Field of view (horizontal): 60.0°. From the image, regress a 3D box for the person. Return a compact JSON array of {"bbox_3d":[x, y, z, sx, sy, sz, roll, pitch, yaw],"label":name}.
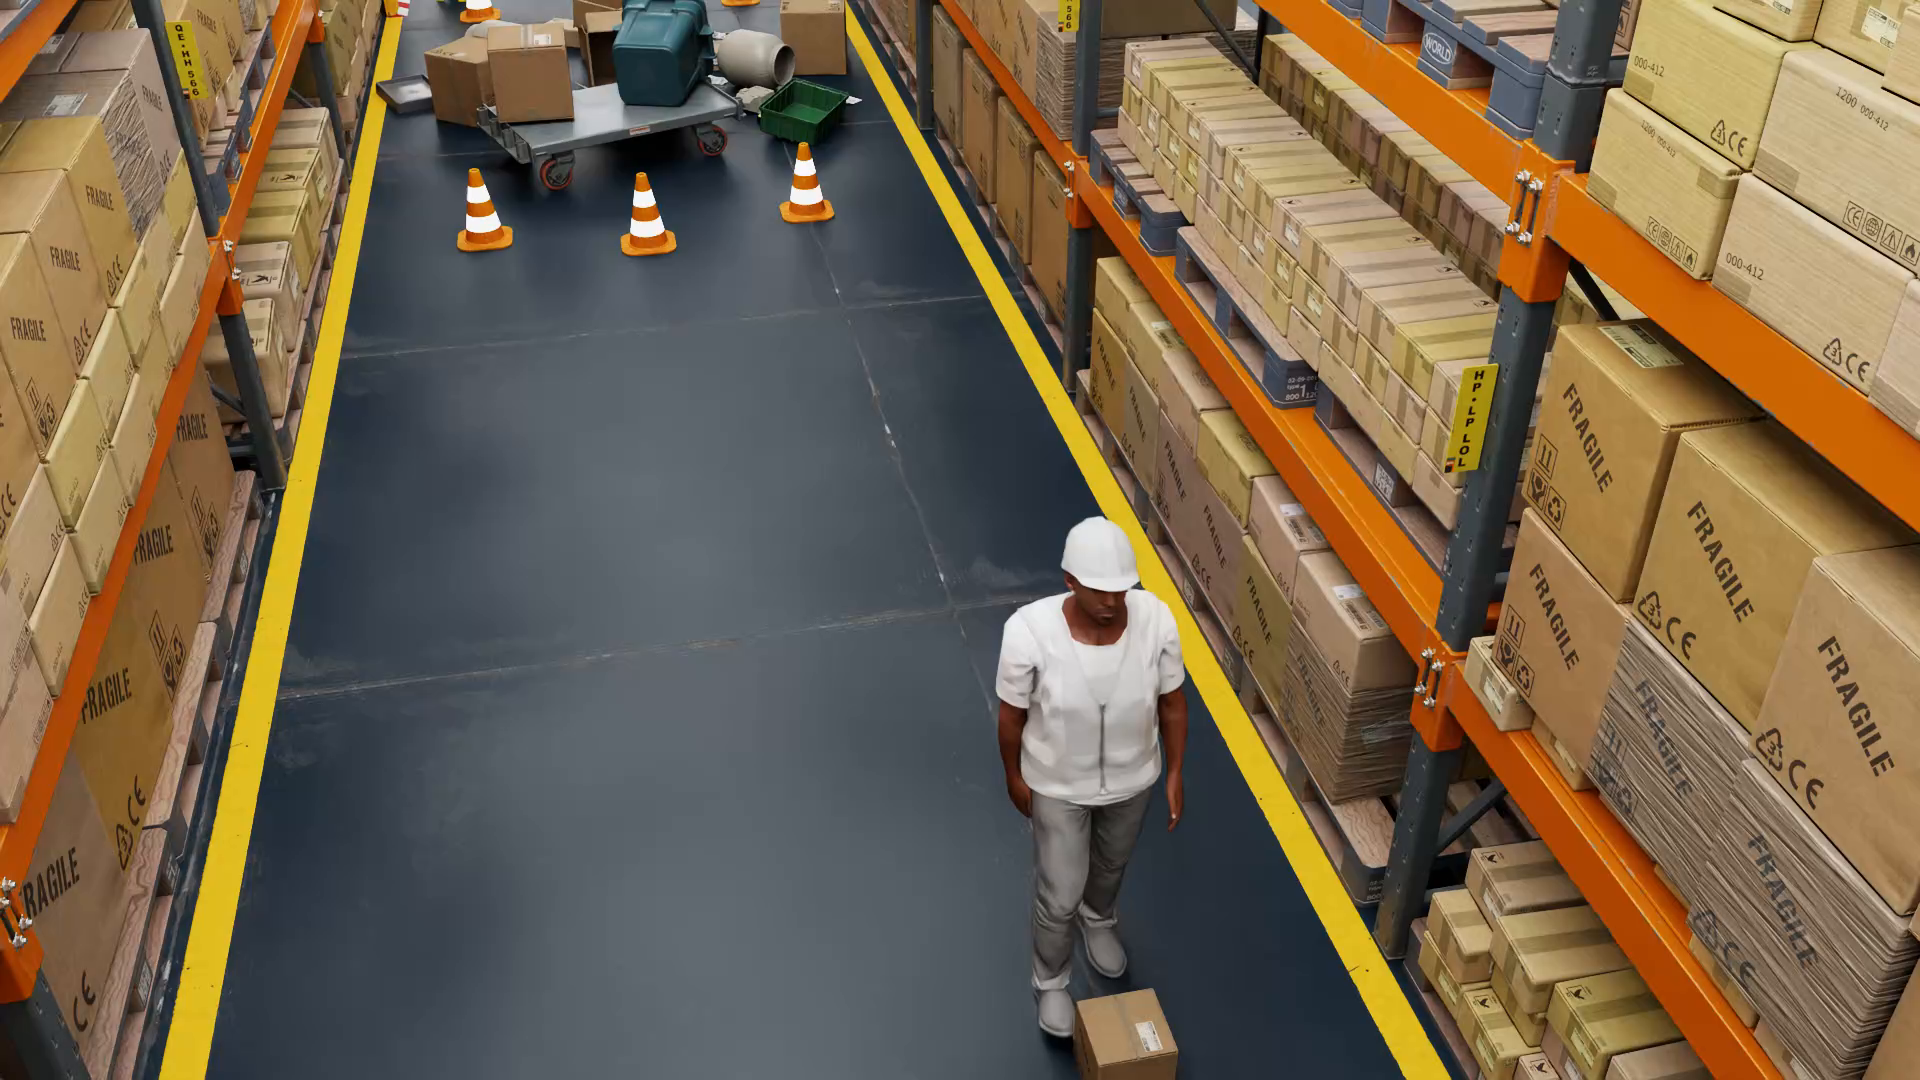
[{"bbox_3d":[0.414,0.739,5.051,0.571,1.765,0.578,-7,35,-10],"label":"person"}]
